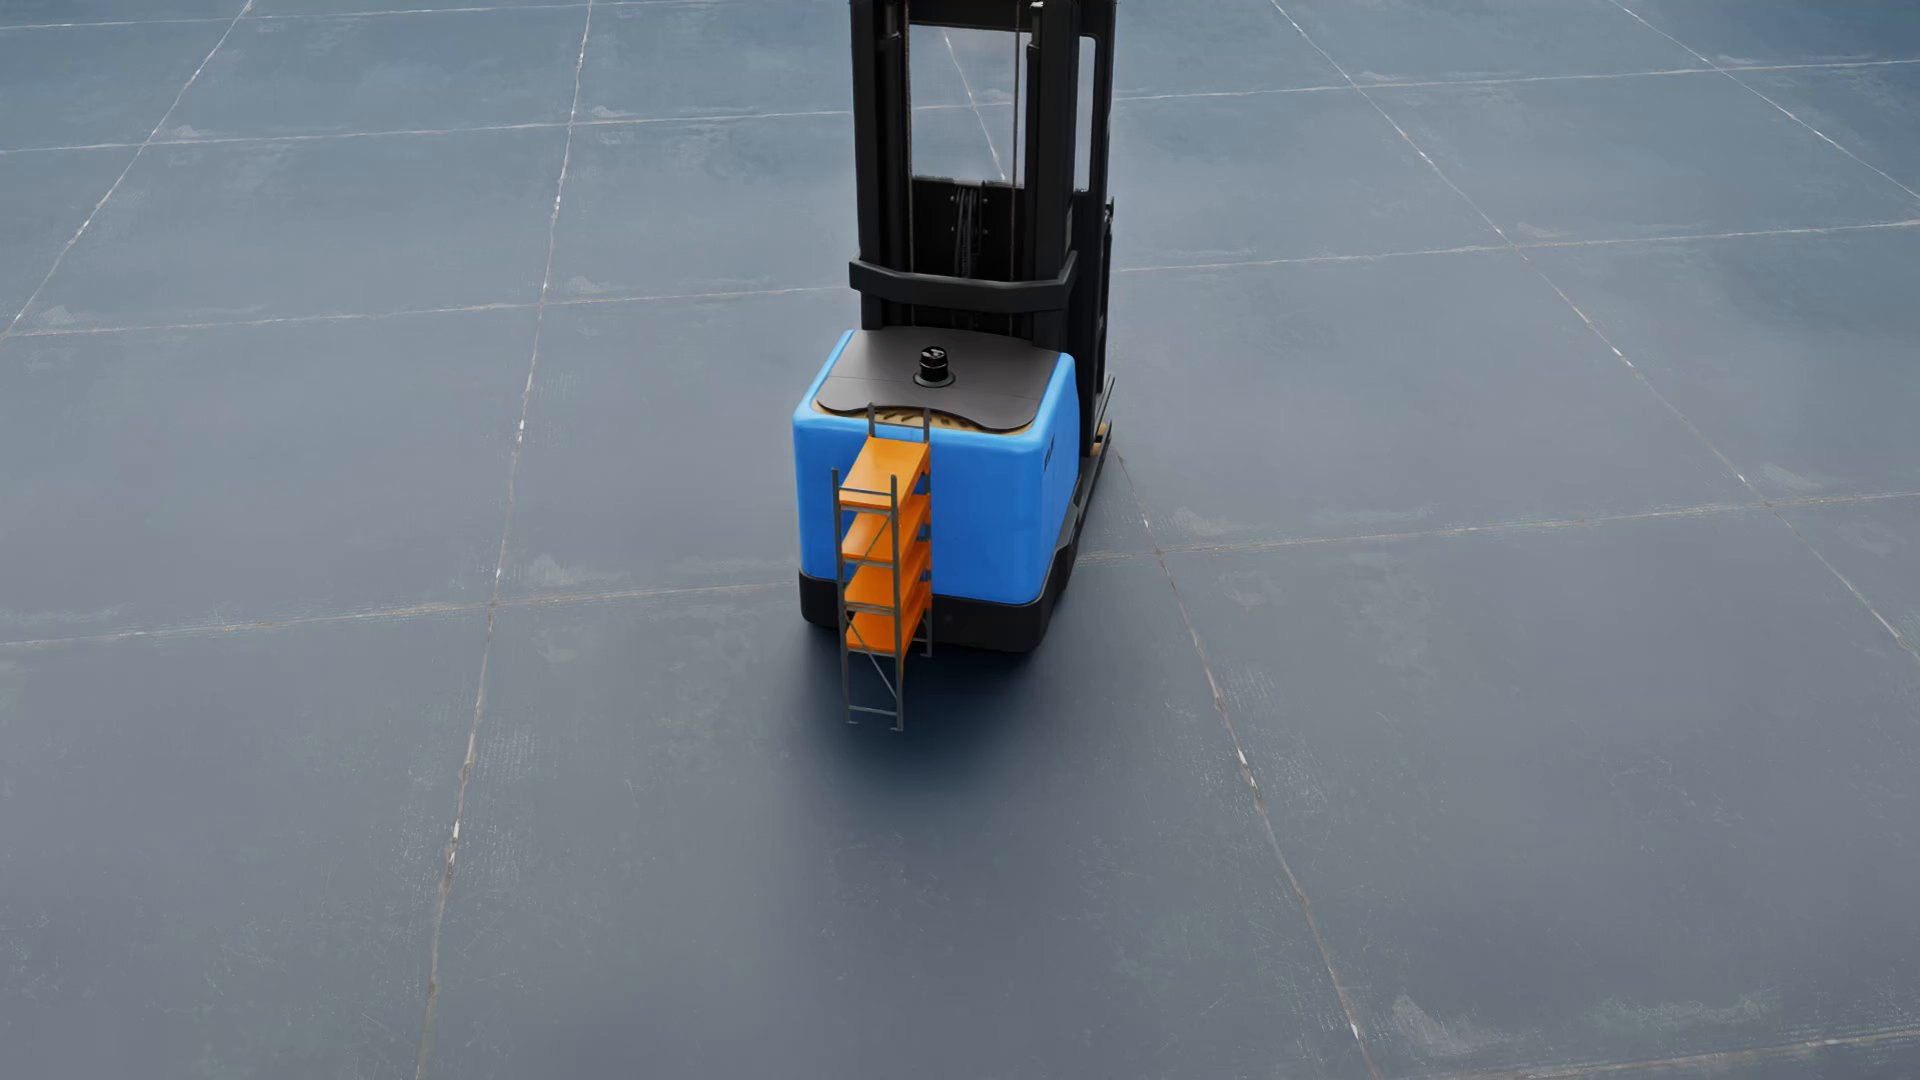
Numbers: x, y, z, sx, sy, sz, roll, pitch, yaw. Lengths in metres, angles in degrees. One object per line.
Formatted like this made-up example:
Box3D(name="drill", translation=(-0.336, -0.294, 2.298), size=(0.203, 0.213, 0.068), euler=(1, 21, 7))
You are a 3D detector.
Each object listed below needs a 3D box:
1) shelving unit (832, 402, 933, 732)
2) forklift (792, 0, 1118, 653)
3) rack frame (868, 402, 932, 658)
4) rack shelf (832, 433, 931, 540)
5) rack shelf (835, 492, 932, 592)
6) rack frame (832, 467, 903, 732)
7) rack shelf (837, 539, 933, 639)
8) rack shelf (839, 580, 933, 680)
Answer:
Box3D(name="shelving unit", translation=(-0.290, 0.118, 6.512), size=(0.258, 1.200, 0.503), euler=(7, 35, 11))
Box3D(name="forklift", translation=(0.145, -1.566, 7.446), size=(1.130, 2.935, 3.031), euler=(7, 35, 11))
Box3D(name="rack frame", translation=(-0.235, -0.016, 6.708), size=(0.240, 1.200, 0.015), euler=(7, 35, 11))
Box3D(name="rack shelf", translation=(-0.290, -0.207, 6.291), size=(0.258, 0.148, 0.480), euler=(7, 35, 11))
Box3D(name="rack shelf", translation=(-0.290, -0.012, 6.424), size=(0.258, 0.148, 0.480), euler=(7, 35, 11))
Box3D(name="rack frame", translation=(-0.345, 0.252, 6.315), size=(0.240, 1.200, 0.015), euler=(7, 35, 11))
Box3D(name="rack shelf", translation=(-0.290, 0.173, 6.550), size=(0.258, 0.148, 0.480), euler=(7, 35, 11))
Box3D(name="rack shelf", translation=(-0.290, 0.337, 6.662), size=(0.258, 0.148, 0.480), euler=(7, 35, 11))
